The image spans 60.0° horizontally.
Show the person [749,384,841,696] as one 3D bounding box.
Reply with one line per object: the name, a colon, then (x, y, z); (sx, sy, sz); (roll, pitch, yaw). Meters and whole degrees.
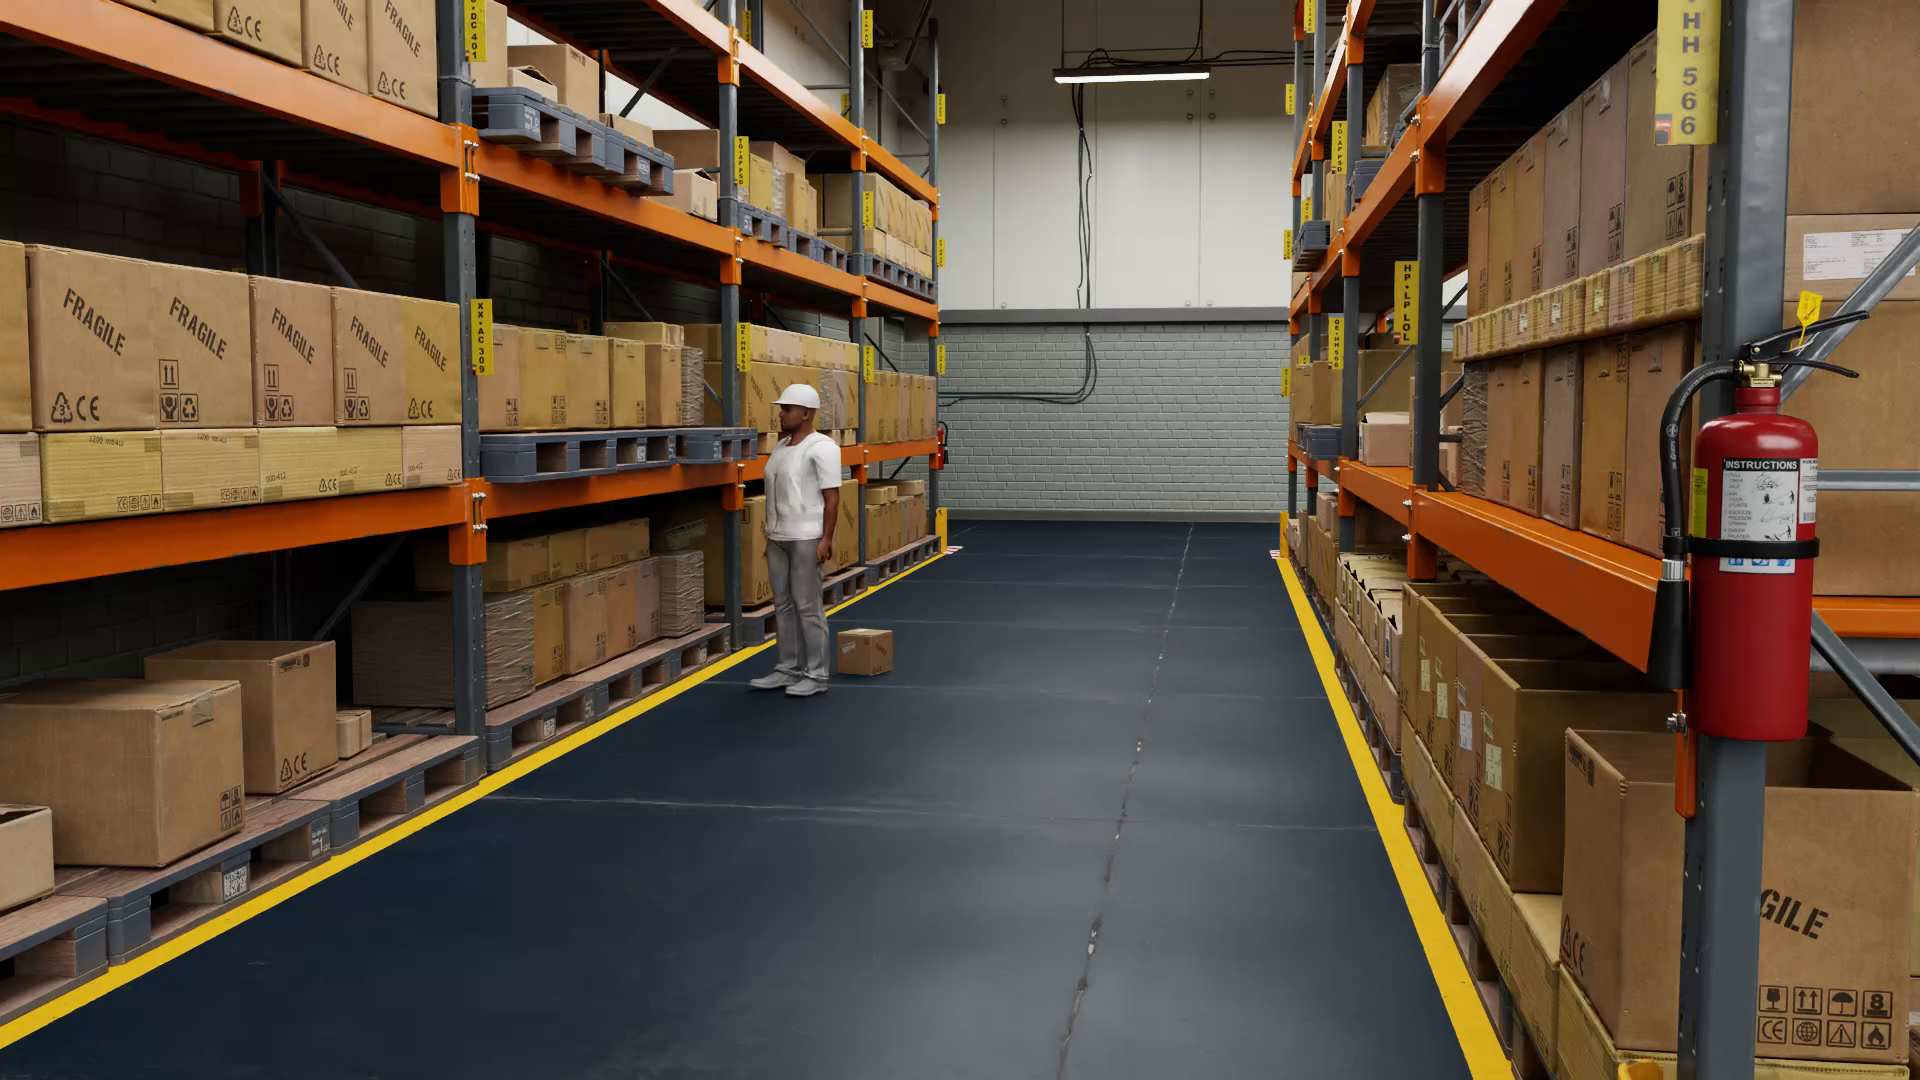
person: (-0.944, -0.005, 9.542); (0.385, 1.772, 0.569); (-4, 6, -42)
